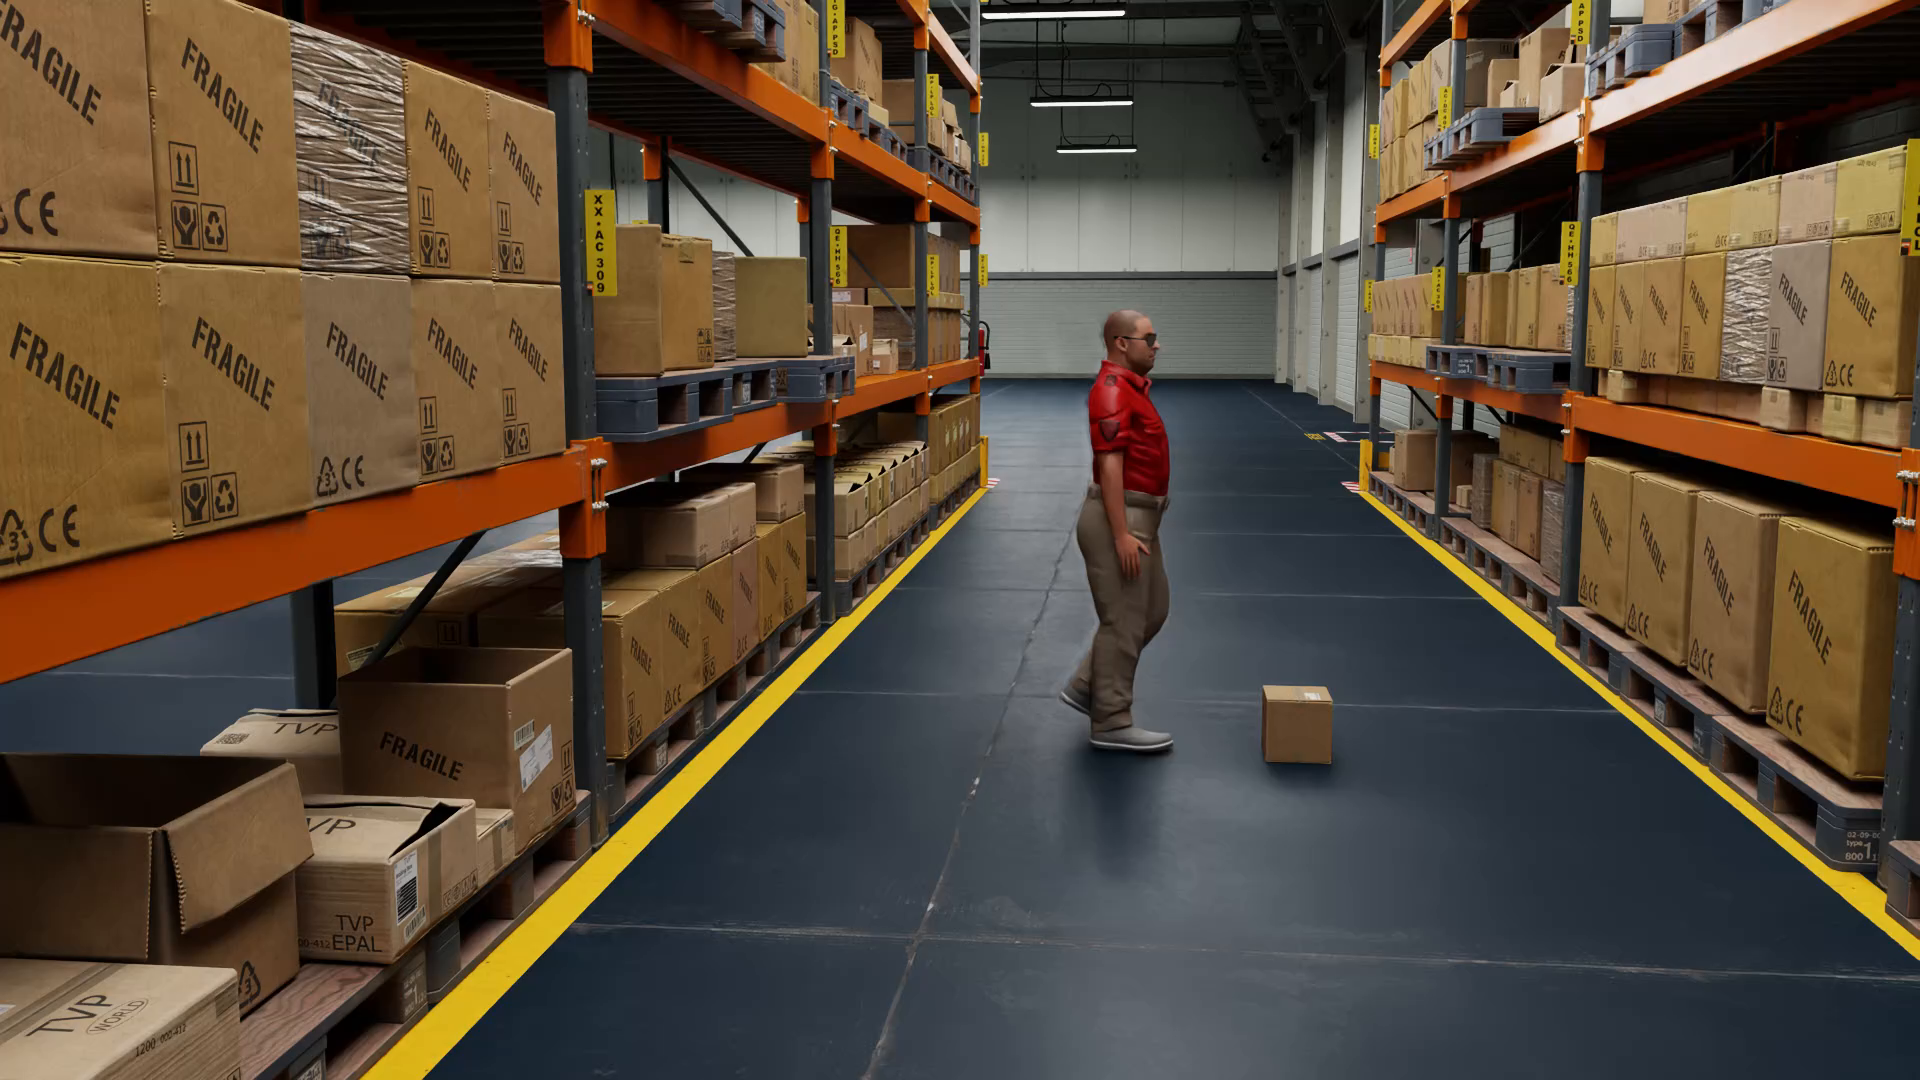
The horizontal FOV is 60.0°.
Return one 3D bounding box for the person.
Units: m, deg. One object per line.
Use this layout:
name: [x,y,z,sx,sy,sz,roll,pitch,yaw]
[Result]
person: [0.621,-0.036,6.578,0.471,1.739,0.585,1,8,9]
